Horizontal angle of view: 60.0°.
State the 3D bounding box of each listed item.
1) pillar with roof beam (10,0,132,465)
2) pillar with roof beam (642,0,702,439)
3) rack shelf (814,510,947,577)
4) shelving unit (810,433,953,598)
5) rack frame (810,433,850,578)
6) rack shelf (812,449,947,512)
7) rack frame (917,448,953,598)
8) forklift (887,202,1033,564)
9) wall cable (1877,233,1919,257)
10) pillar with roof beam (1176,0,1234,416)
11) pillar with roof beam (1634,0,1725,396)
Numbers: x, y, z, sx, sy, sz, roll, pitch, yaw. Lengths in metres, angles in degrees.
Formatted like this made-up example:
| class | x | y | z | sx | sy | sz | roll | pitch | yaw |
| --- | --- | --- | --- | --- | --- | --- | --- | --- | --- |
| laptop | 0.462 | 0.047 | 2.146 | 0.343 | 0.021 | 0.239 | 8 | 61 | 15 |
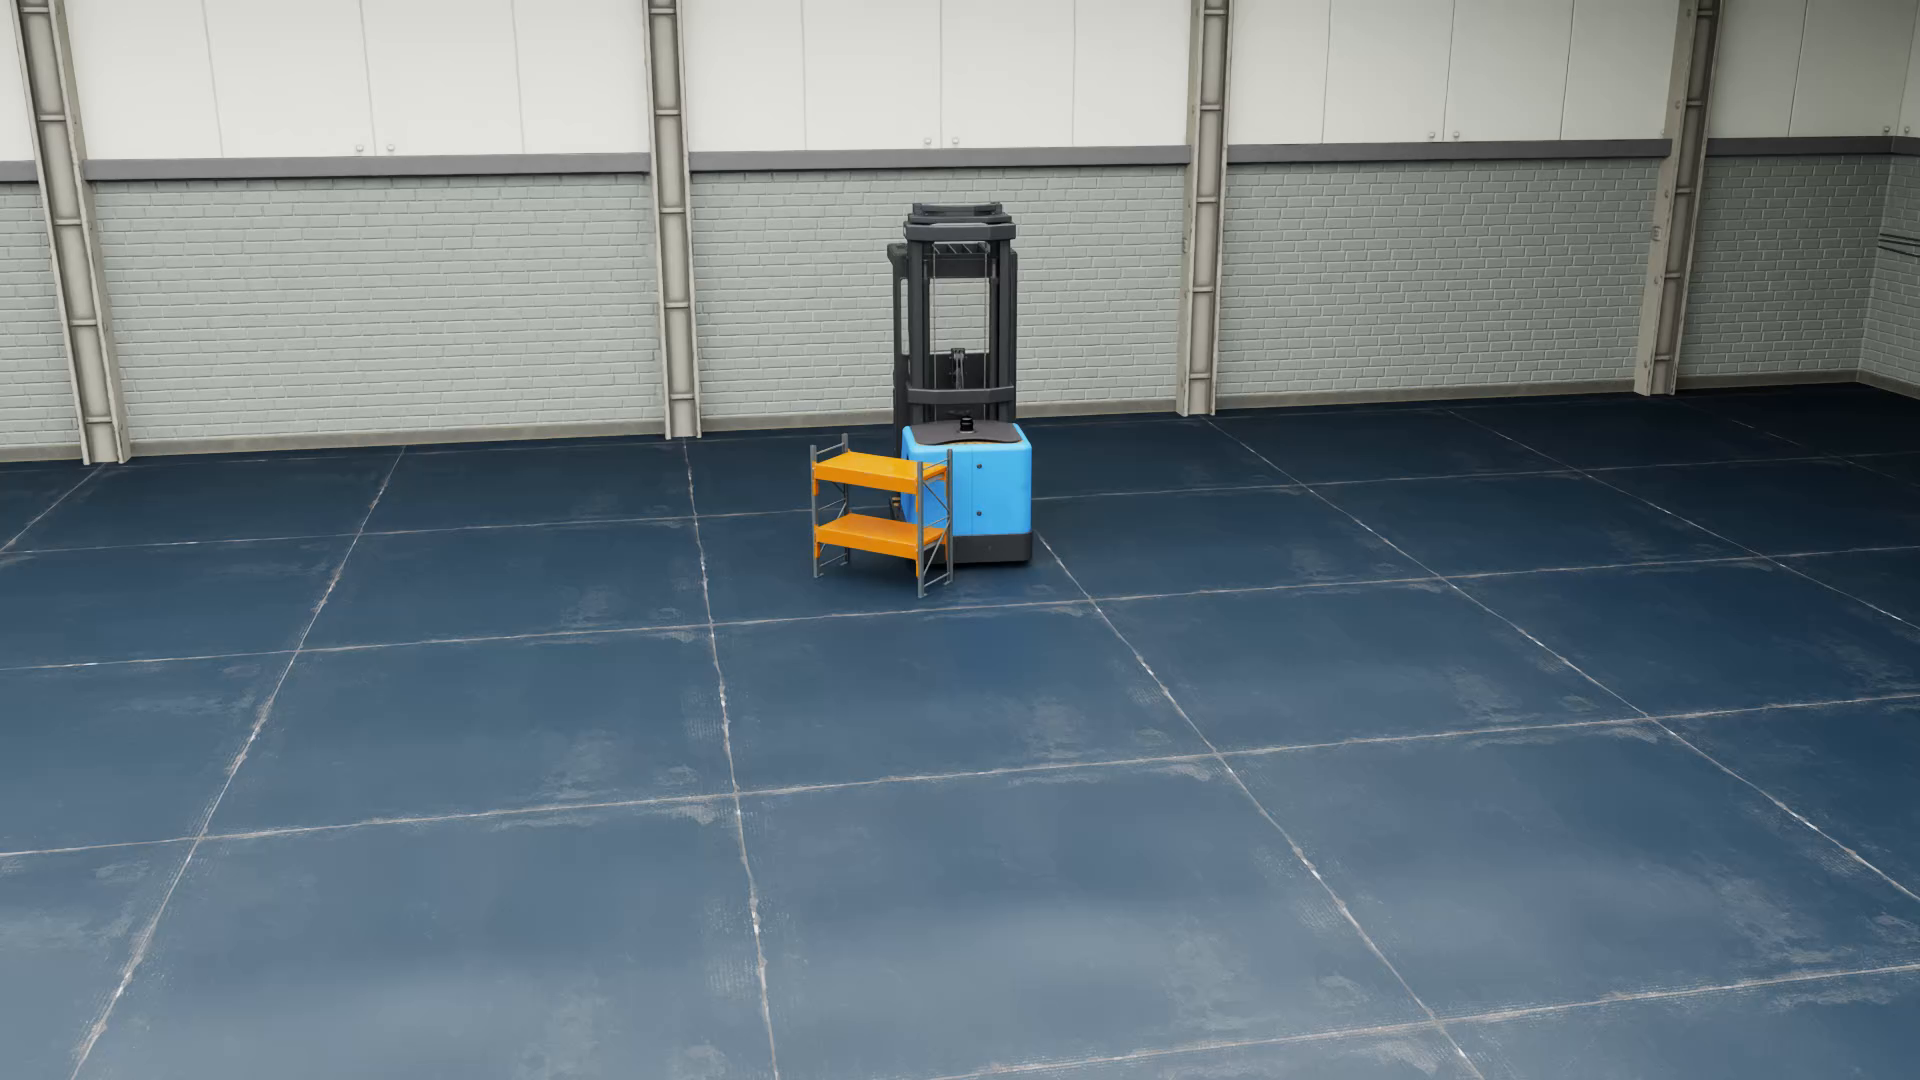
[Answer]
| class | x | y | z | sx | sy | sz | roll | pitch | yaw |
| --- | --- | --- | --- | --- | --- | --- | --- | --- | --- |
| pillar with roof beam | -8.175 | -3.902 | 12.191 | 0.400 | 9.000 | 9.100 | -3 | 17 | -10 |
| pillar with roof beam | -2.284 | -4.237 | 13.279 | 0.400 | 9.000 | 9.100 | -3 | 17 | -10 |
| rack shelf | -0.636 | 0.022 | 13.658 | 1.000 | 0.278 | 0.538 | 10 | 20 | 29 |
| shelving unit | -0.636 | -0.212 | 13.586 | 1.048 | 1.125 | 0.538 | 10 | 20 | 29 |
| rack frame | -1.075 | -0.287 | 13.831 | 0.032 | 1.125 | 0.500 | 10 | 20 | 29 |
| rack shelf | -0.636 | -0.492 | 13.500 | 1.000 | 0.278 | 0.538 | 10 | 20 | 29 |
| rack frame | -0.197 | -0.137 | 13.341 | 0.032 | 1.125 | 0.500 | 10 | 20 | 29 |
| forklift | -0.071 | -1.583 | 14.975 | 1.130 | 2.935 | 3.031 | -2 | 17 | -6 |
| wall cable | 11.825 | -4.445 | 19.245 | 0.112 | 2.526 | 3.097 | -3 | 17 | -10 |
| pillar with roof beam | 3.607 | -4.571 | 14.367 | 0.400 | 9.000 | 9.100 | -3 | 17 | -10 |
| pillar with roof beam | 9.498 | -4.905 | 15.455 | 0.400 | 9.000 | 9.100 | -3 | 17 | -10 |
